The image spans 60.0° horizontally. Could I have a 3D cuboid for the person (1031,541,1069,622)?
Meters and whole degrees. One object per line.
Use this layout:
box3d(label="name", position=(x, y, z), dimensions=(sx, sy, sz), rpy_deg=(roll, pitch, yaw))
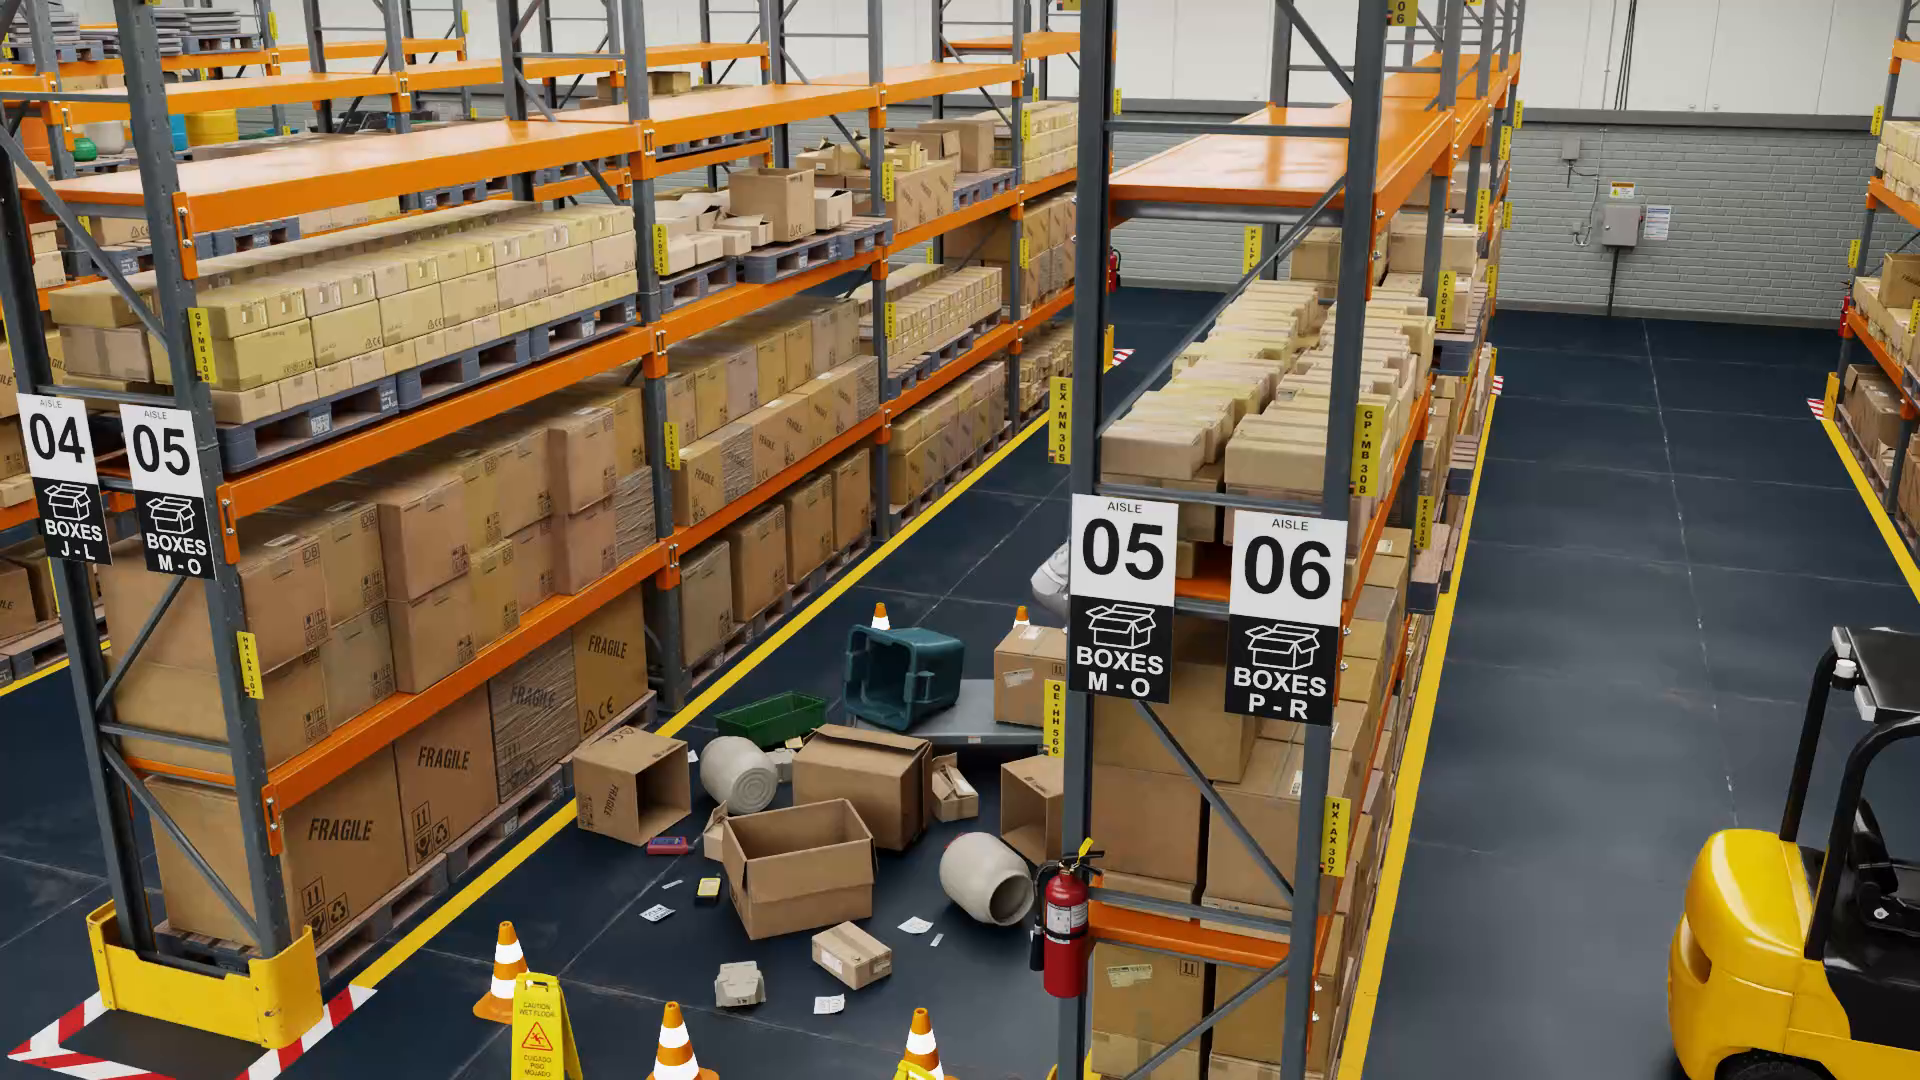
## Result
box3d(label="person", position=(0.949, 0.395, 12.587), dimensions=(0.804, 1.160, 0.499), rpy_deg=(6, 20, 18))
